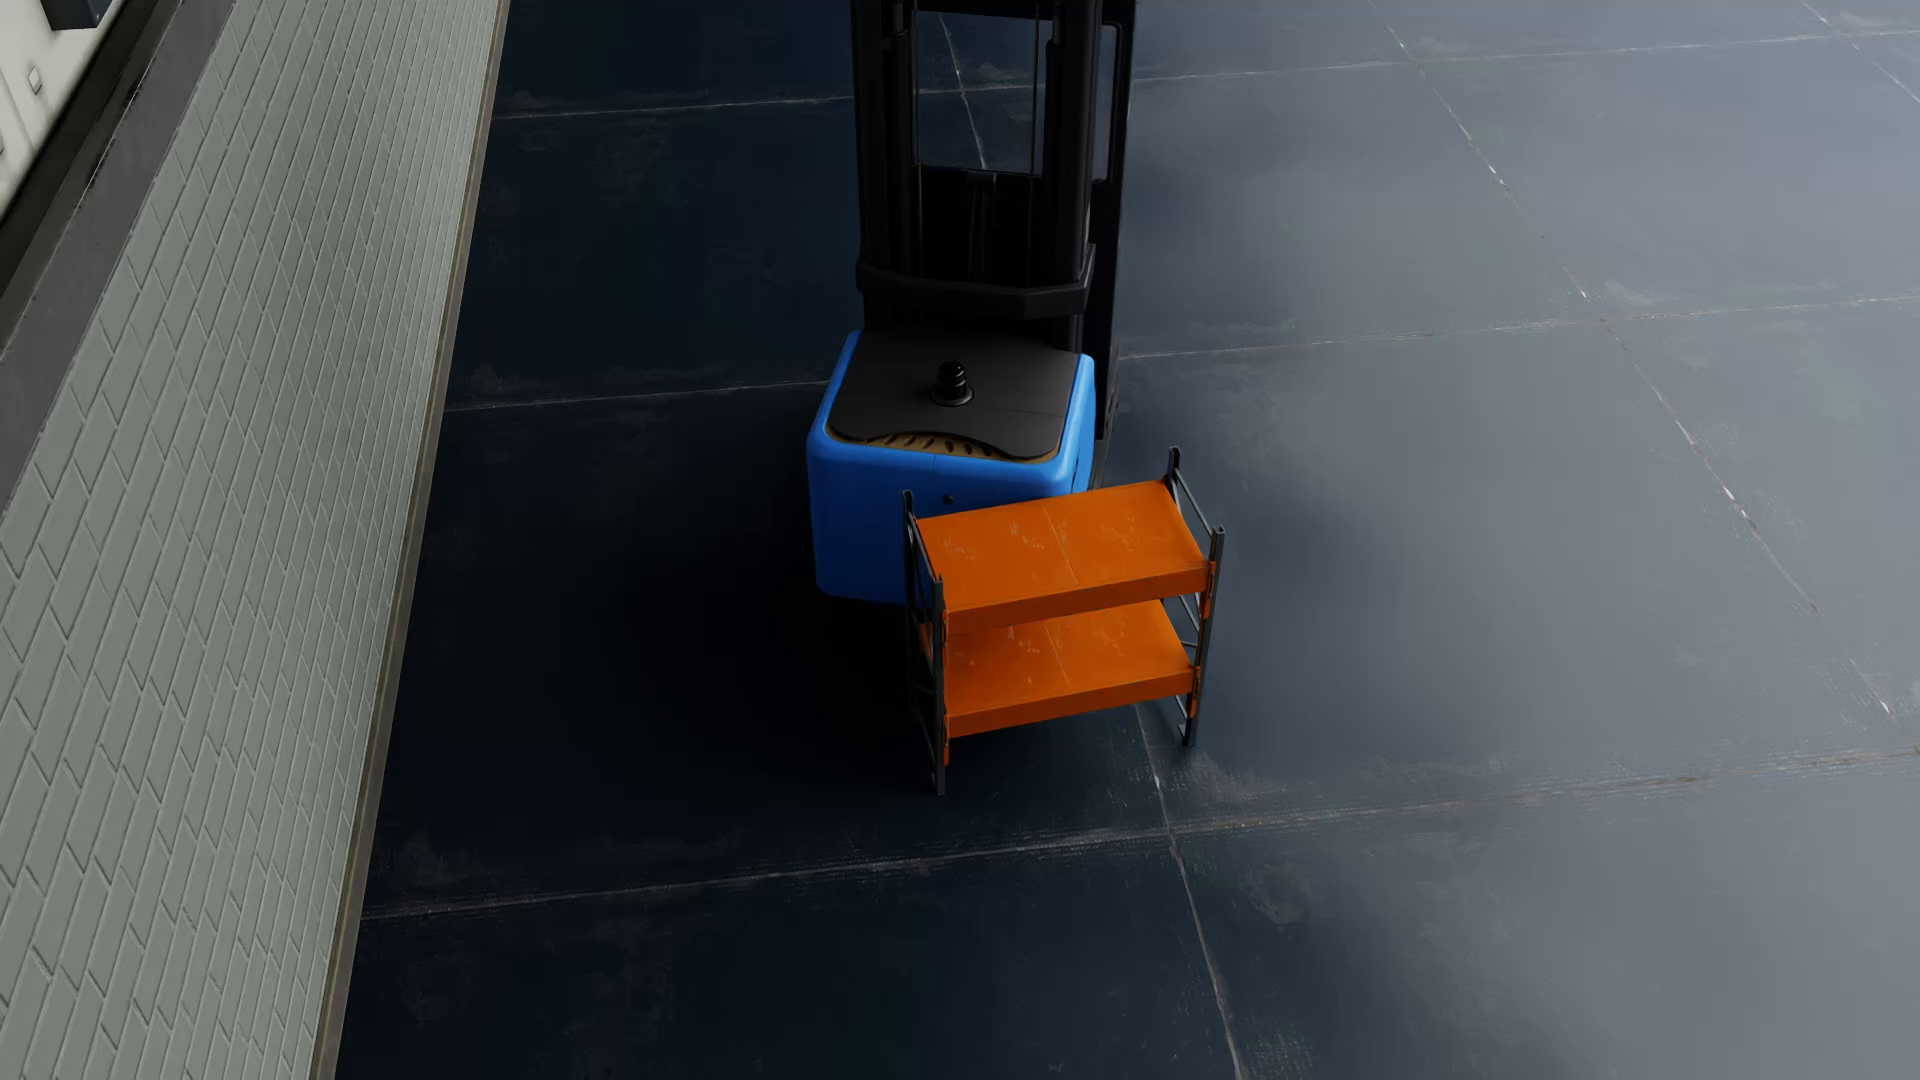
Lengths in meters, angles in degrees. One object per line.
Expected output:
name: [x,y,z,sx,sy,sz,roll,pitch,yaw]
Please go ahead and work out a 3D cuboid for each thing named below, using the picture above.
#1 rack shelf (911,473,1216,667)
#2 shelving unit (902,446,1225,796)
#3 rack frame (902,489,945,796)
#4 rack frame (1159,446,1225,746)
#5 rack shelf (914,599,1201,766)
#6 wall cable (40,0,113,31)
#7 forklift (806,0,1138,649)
rack shelf: [0.360,0.099,6.079,1.000,0.278,0.538,-10,43,-11]
shelving unit: [0.360,0.316,6.275,1.048,1.125,0.538,-10,43,-11]
rack frame: [-0.133,0.400,6.182,0.032,1.125,0.500,-10,43,-11]
rack frame: [0.853,0.232,6.368,0.032,1.125,0.500,-10,43,-11]
rack shelf: [0.360,0.498,6.439,1.000,0.278,0.538,-10,43,-11]
wall cable: [-2.303,-4.246,2.915,0.169,6.003,2.305,-5,42,-6]
forklift: [0.168,-1.568,7.015,1.130,2.935,3.031,7,43,8]
